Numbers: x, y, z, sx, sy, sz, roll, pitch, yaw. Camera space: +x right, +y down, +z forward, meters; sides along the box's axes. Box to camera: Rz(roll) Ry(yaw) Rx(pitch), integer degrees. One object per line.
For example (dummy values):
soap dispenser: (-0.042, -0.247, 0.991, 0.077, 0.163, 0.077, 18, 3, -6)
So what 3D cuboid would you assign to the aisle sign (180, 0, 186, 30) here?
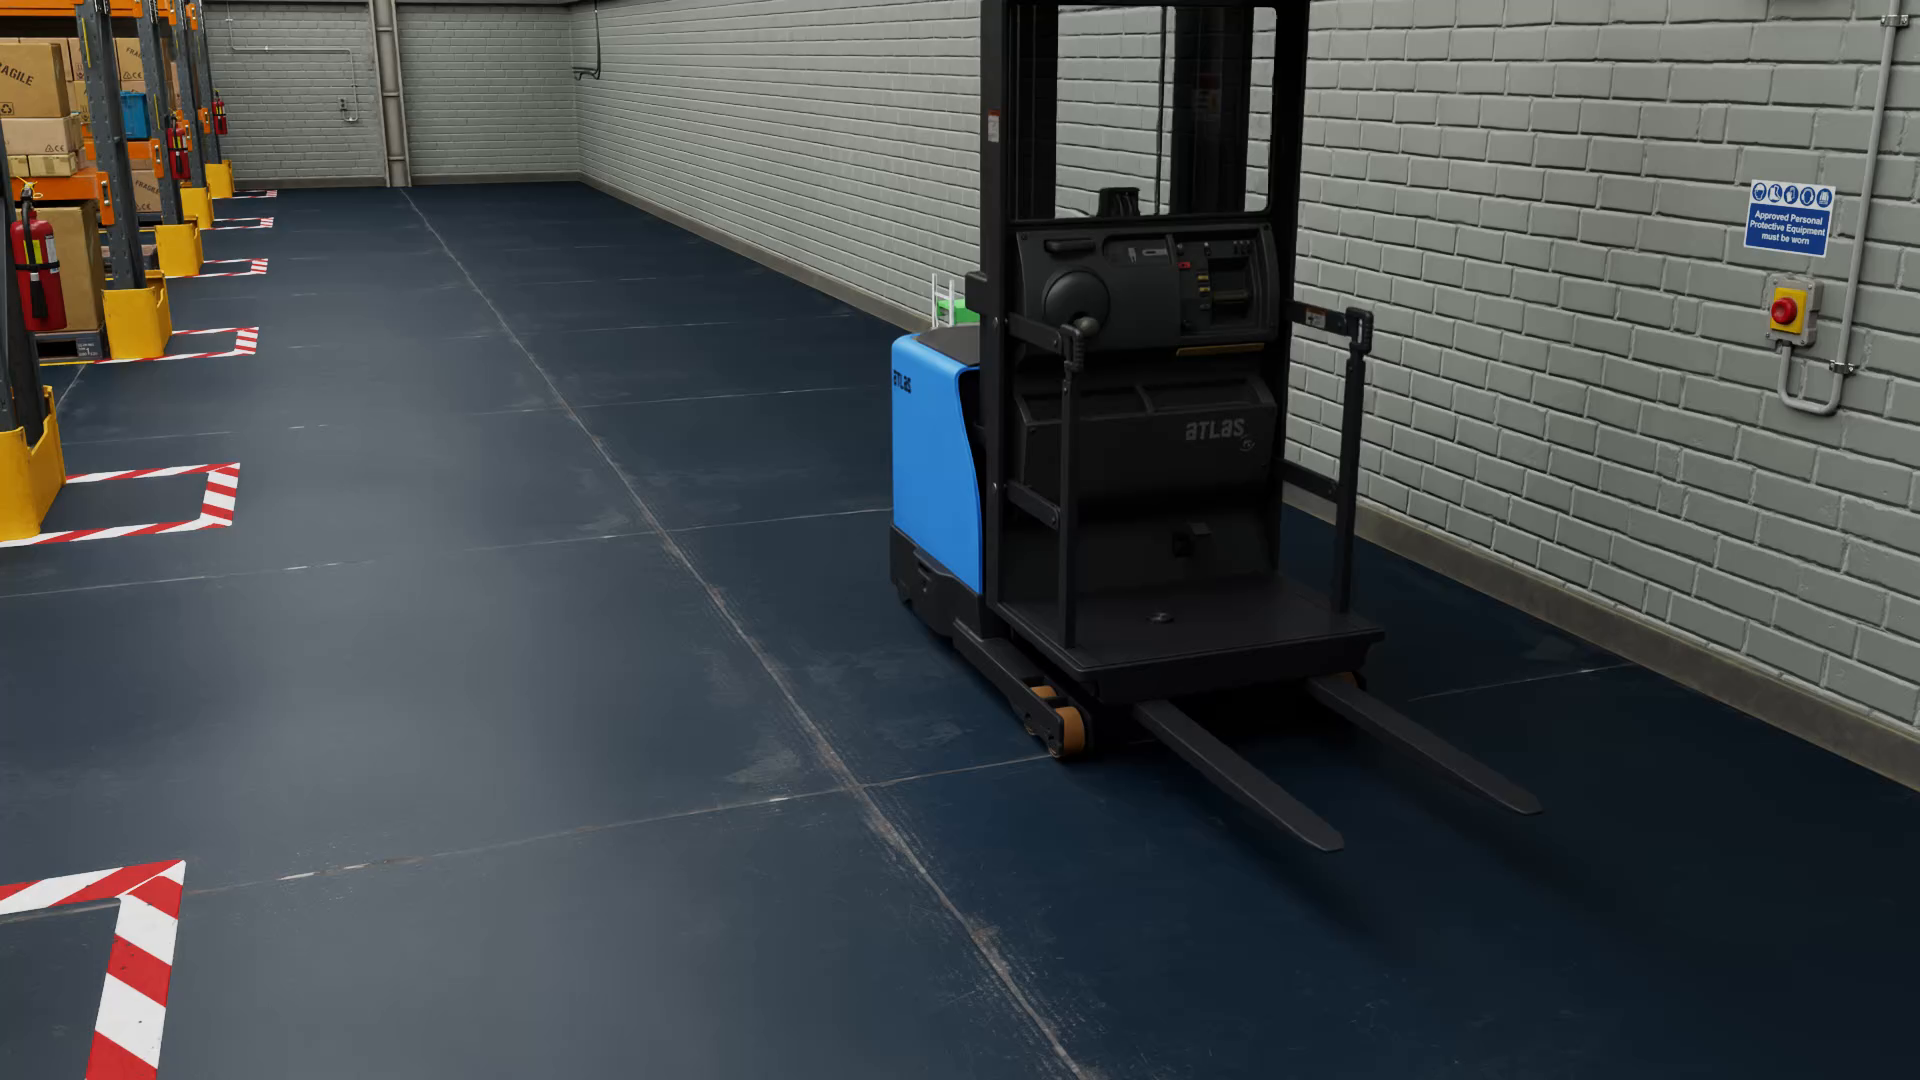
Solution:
aisle sign: (-9.582, -6.688, 20.434, 0.004, 0.787, 0.394, -6, 17, -20)

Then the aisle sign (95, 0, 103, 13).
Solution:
aisle sign: (-6.040, -4.083, 11.564, 0.004, 0.787, 0.394, -6, 17, -20)

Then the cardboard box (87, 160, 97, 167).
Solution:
cardboard box: (-13.086, -5.621, 25.106, 0.500, 0.500, 0.700, -7, 18, -22)

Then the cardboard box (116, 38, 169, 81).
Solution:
cardboard box: (-10.073, -5.924, 20.497, 0.500, 0.500, 0.500, -6, 18, -21)

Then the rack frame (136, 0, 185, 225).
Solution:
rack frame: (-7.987, -4.210, 16.612, 0.127, 3.000, 1.000, -6, 17, -20)

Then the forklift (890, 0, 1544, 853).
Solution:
forklift: (0.702, -0.847, 5.280, 1.130, 2.935, 3.031, -6, 17, -19)

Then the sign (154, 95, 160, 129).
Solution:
sign: (-7.775, -4.145, 16.102, 0.005, 0.325, 0.100, -6, 17, -20)

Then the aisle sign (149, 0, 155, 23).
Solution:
aisle sign: (-7.815, -5.388, 16.008, 0.004, 0.787, 0.394, -6, 17, -20)

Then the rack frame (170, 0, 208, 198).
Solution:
rack frame: (-9.756, -5.514, 21.051, 0.127, 3.000, 1.000, -6, 17, -20)

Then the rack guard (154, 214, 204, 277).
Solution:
rack guard: (-7.969, -3.017, 16.984, 0.348, 0.500, 1.175, -6, 17, -20)

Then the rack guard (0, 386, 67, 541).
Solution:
rack guard: (-4.605, -0.385, 8.022, 0.348, 0.500, 1.175, -6, 17, -20)

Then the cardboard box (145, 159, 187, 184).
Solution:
cardboard box: (-12.150, -5.722, 25.451, 0.500, 0.500, 0.700, -6, 17, -20)

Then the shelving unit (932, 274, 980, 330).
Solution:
shelving unit: (0.155, -0.592, 7.486, 0.503, 1.200, 0.258, -6, 17, -20)

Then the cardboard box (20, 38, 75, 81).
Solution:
cardboard box: (-11.027, -5.820, 20.141, 0.500, 0.500, 0.500, -6, 17, -19)

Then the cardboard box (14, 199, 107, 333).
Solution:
cardboard box: (-6.783, -2.004, 12.123, 0.875, 0.875, 0.875, -6, 17, -20)

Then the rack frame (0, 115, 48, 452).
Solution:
rack frame: (-4.534, -1.592, 7.696, 0.127, 3.000, 1.000, -6, 17, -20)

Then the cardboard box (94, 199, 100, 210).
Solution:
cardboard box: (-10.832, -4.375, 21.272, 0.500, 0.250, 0.500, -6, 17, -20)

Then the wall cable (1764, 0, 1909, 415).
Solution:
wall cable: (2.589, -1.377, 5.105, 0.123, 1.953, 0.585, -6, 17, -20)

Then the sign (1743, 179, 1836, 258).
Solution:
sign: (2.628, -1.023, 5.278, 0.001, 0.218, 0.327, -6, 17, -20)

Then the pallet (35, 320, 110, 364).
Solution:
pallet: (-6.933, -1.468, 12.223, 1.213, 0.211, 1.003, -6, 17, -20)

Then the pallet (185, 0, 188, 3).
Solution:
pallet: (-12.221, -8.136, 24.814, 1.213, 0.211, 1.003, -6, 17, -20)

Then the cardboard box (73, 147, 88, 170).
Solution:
cardboard box: (-6.664, -2.838, 12.383, 0.250, 0.149, 0.380, -6, 17, -19)

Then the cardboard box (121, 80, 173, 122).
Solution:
cardboard box: (-10.077, -5.445, 20.640, 0.500, 0.500, 0.500, -6, 17, -18)

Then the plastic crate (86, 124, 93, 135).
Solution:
plastic crate: (-8.664, -4.164, 16.815, 0.298, 0.136, 0.250, -6, 17, -20)

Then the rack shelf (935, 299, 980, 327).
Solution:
rack shelf: (0.155, -0.992, 7.369, 0.480, 0.148, 0.258, -6, 17, -20)

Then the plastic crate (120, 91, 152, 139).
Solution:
plastic crate: (-8.233, -4.173, 16.316, 0.499, 0.435, 0.616, -6, 17, -20)

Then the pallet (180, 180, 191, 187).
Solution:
pallet: (-12.250, -5.378, 25.537, 1.213, 0.211, 1.003, -6, 17, -20)

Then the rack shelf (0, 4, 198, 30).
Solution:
rack shelf: (-13.399, -7.709, 24.480, 4.000, 0.370, 1.077, -6, 17, -20)

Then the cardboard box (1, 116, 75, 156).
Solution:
cardboard box: (-6.572, -2.859, 11.749, 0.500, 0.250, 0.500, -6, 18, -21)

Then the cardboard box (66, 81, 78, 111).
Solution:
cardboard box: (-11.028, -5.343, 20.292, 0.500, 0.500, 0.500, -6, 17, -20)

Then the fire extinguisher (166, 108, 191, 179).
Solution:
fire extinguisher: (-7.683, -3.890, 16.320, 0.183, 0.674, 0.296, -6, 17, -20)

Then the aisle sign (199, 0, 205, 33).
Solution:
aisle sign: (-11.357, -7.993, 24.878, 0.004, 0.787, 0.394, -6, 17, -20)

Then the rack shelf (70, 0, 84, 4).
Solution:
rack shelf: (-8.082, -3.800, 11.166, 4.000, 0.370, 1.077, -6, 17, -20)

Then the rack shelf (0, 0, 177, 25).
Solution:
rack shelf: (-11.623, -6.406, 20.043, 4.000, 0.370, 1.077, -6, 17, -20)

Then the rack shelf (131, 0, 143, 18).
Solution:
rack shelf: (-9.854, -5.103, 15.604, 4.000, 0.370, 1.077, -6, 17, -20)

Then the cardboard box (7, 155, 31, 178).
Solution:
cardboard box: (-6.671, -2.637, 11.702, 0.250, 0.149, 0.380, -6, 17, -20)

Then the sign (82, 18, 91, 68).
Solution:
sign: (-6.033, -3.432, 11.487, 0.005, 0.325, 0.100, -6, 17, -20)
